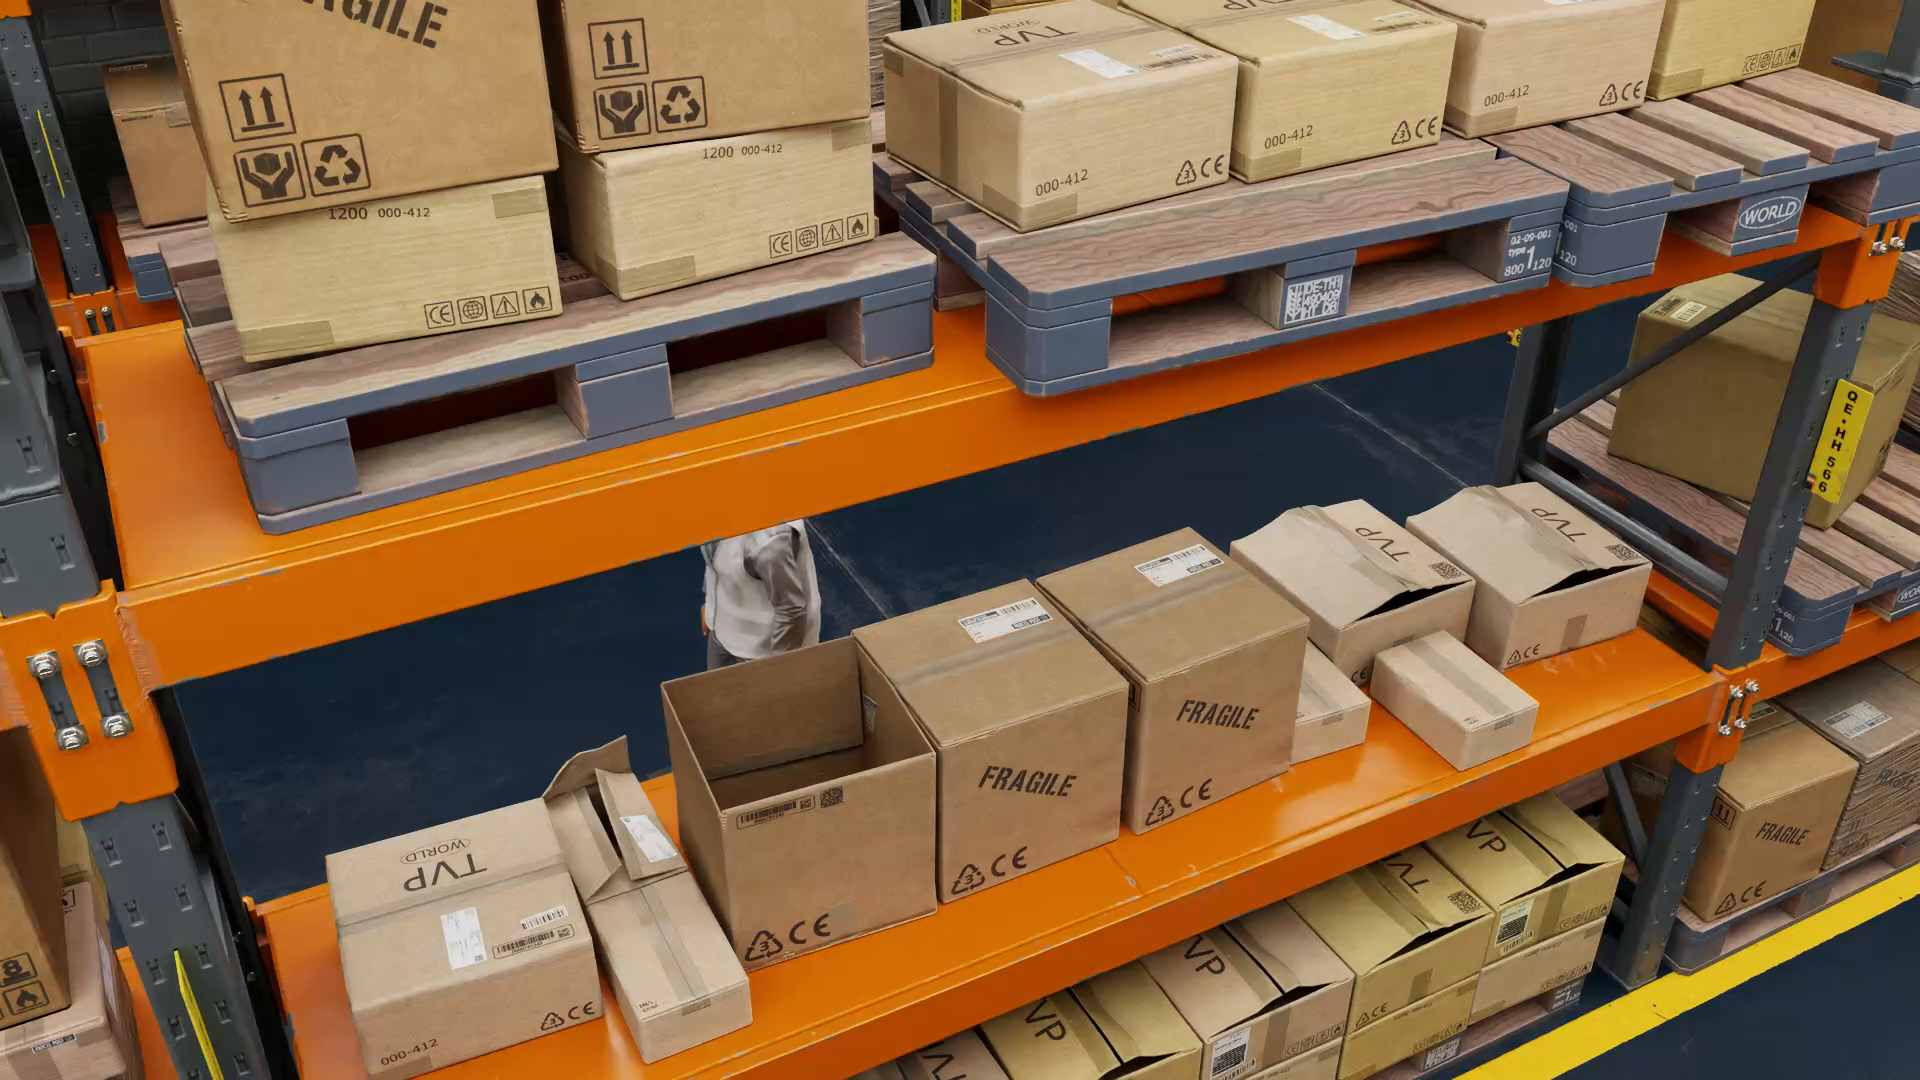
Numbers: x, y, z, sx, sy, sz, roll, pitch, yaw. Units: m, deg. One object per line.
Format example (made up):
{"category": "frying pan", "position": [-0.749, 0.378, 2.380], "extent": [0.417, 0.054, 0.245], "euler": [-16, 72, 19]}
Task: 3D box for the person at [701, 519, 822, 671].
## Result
{"category": "person", "position": [-0.712, 0.319, 5.622], "extent": [0.465, 1.769, 0.582], "euler": [-18, 37, -25]}
